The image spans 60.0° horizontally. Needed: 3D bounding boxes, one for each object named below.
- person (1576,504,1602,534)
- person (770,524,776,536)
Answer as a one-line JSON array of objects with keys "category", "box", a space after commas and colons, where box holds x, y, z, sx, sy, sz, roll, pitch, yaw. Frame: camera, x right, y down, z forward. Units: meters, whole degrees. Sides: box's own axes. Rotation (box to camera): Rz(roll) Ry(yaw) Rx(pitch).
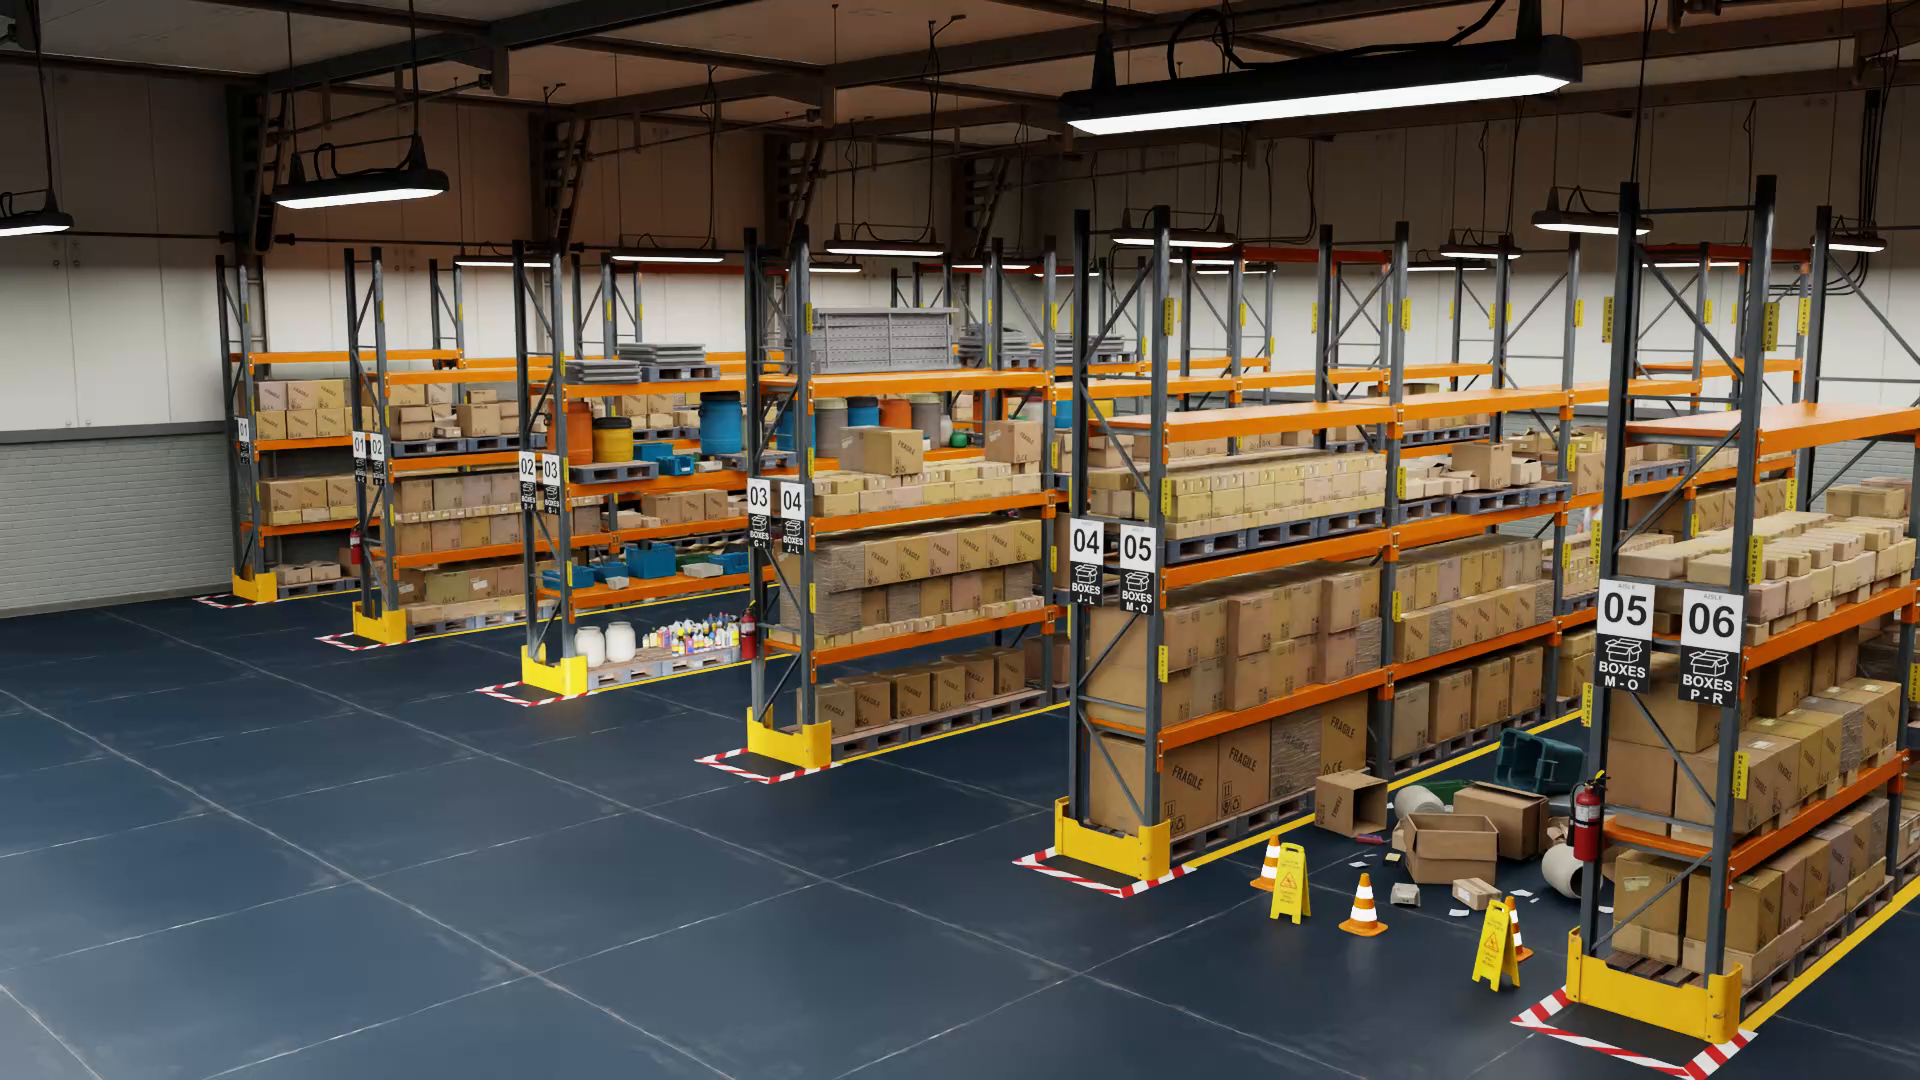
[{"category": "person", "box": [11.512, 0.009, 30.297, 0.607, 1.728, 1.096, 7, 11, 42]}, {"category": "person", "box": [-4.094, -0.577, 34.757, 0.456, 1.629, 0.537, -4, 9, -25]}]
